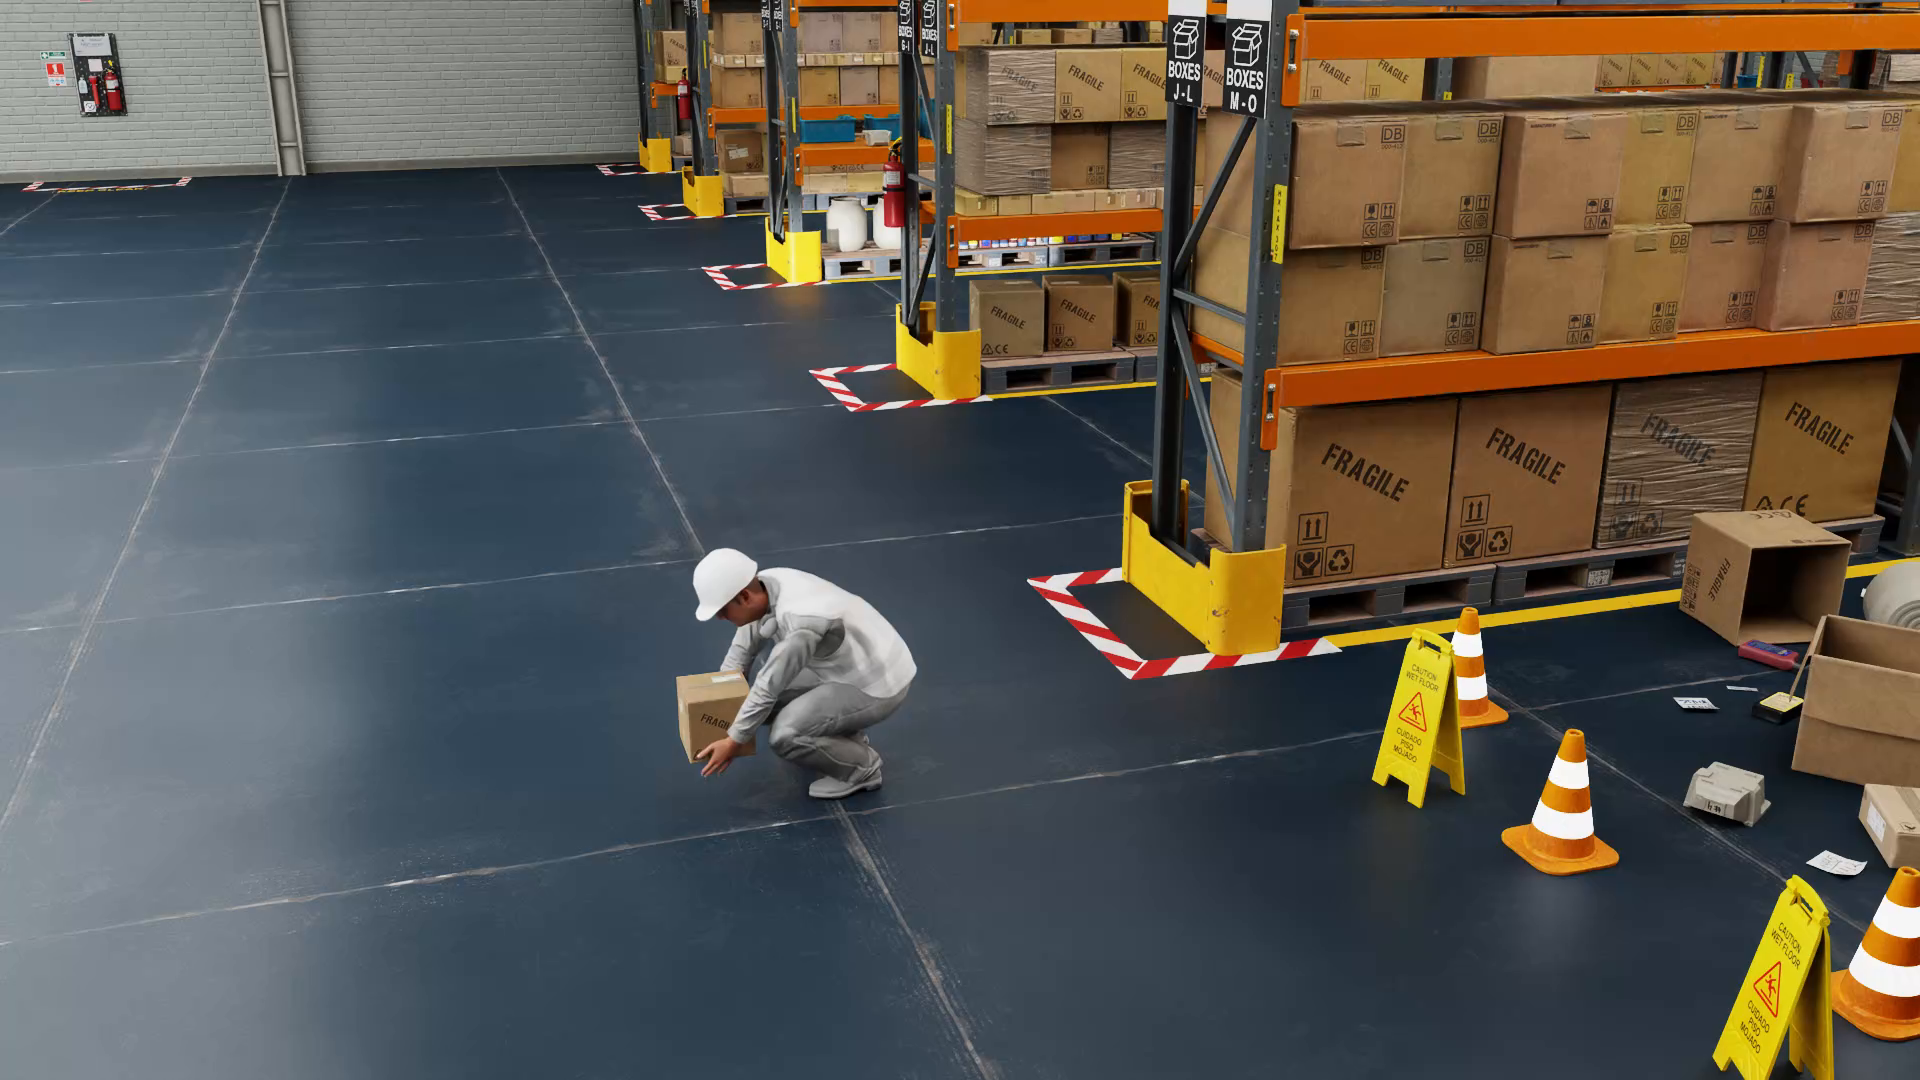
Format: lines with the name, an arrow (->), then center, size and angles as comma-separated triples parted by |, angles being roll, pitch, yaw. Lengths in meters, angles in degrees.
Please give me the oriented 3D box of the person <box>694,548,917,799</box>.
person -> -0.607, 0.471, 6.345 | 0.871, 1.015, 0.523 | -6, 20, -18
